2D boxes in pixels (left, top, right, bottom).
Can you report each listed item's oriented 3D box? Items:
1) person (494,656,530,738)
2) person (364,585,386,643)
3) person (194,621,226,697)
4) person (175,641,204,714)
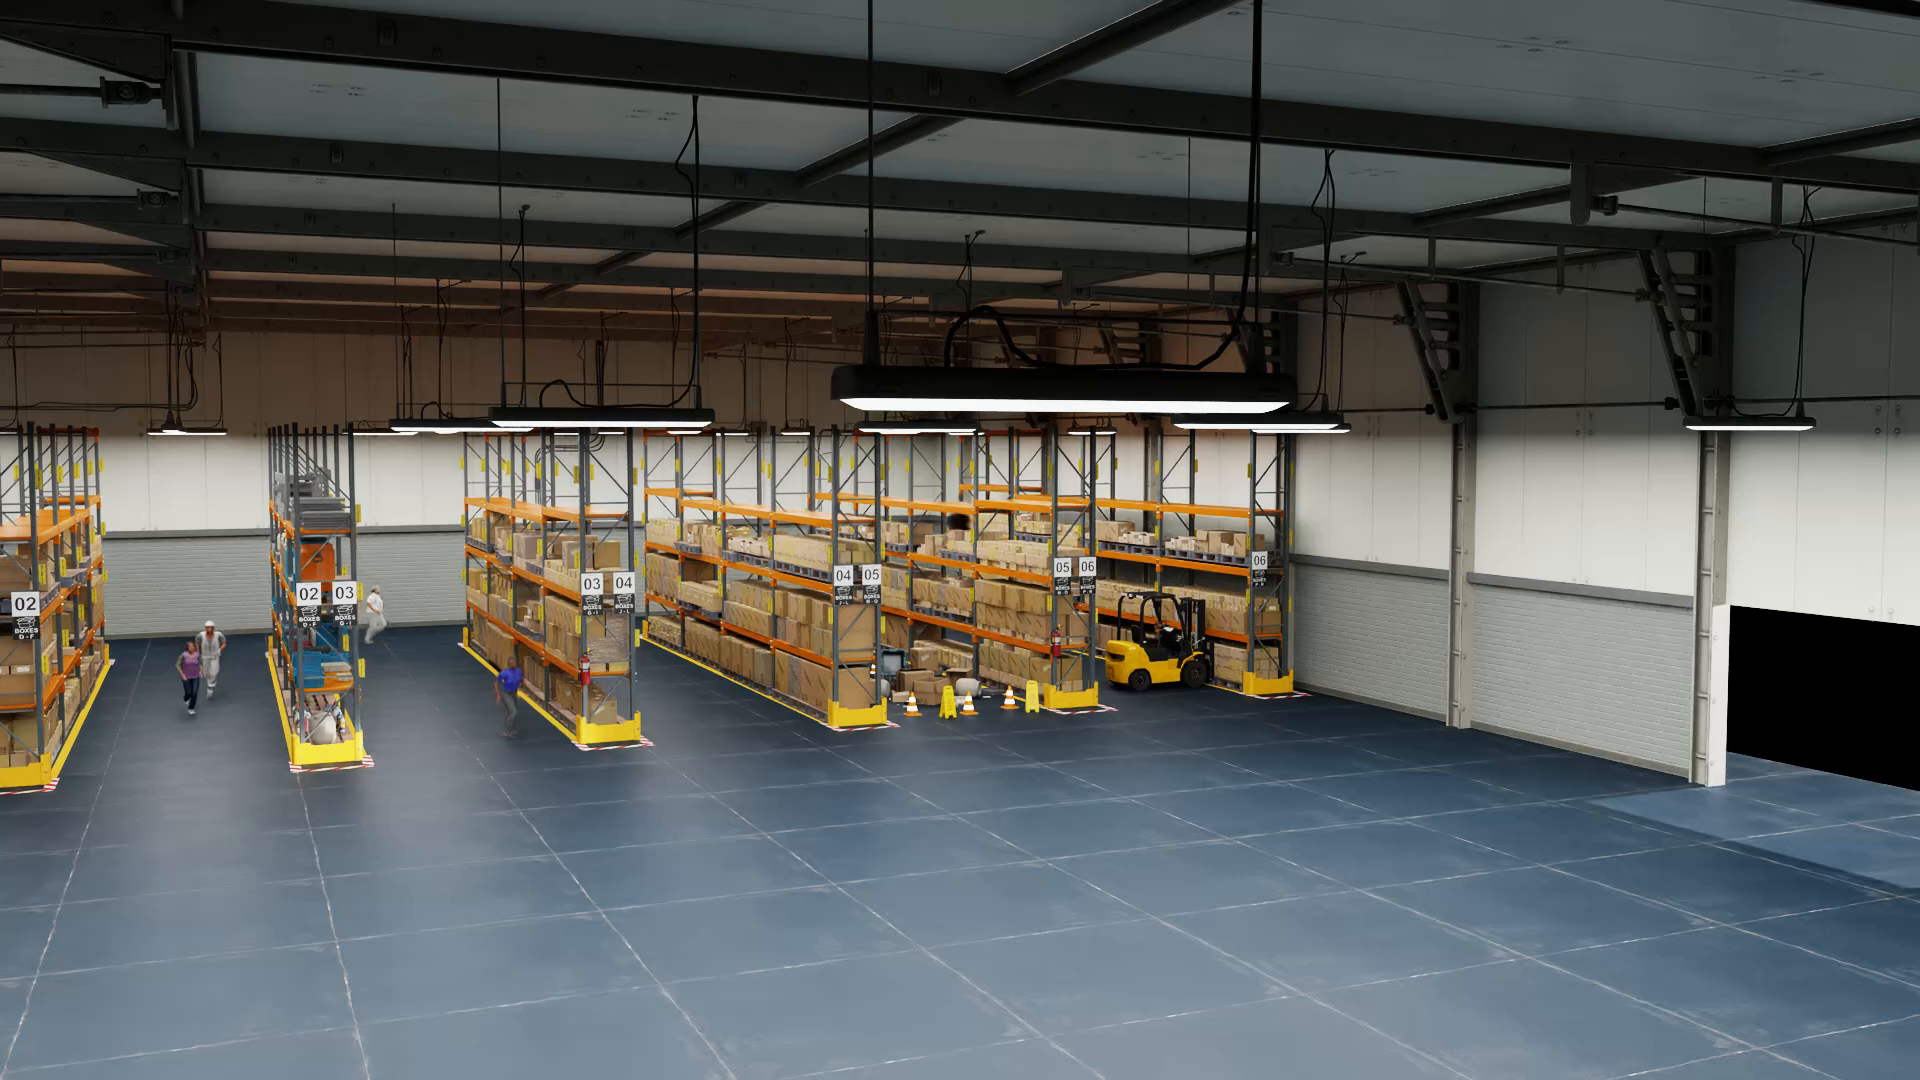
[{"bbox_3d":[-8.561,3.020,31.892,0.797,1.628,0.601,2,4,23],"label":"person"},{"bbox_3d":[-16.370,2.070,46.649,0.520,1.599,0.664,1,4,10],"label":"person"},{"bbox_3d":[-16.585,2.620,36.801,0.648,1.707,0.708,-2,4,-24],"label":"person"},{"bbox_3d":[-15.993,2.864,34.540,0.539,1.510,0.539,-2,4,-35],"label":"person"}]
